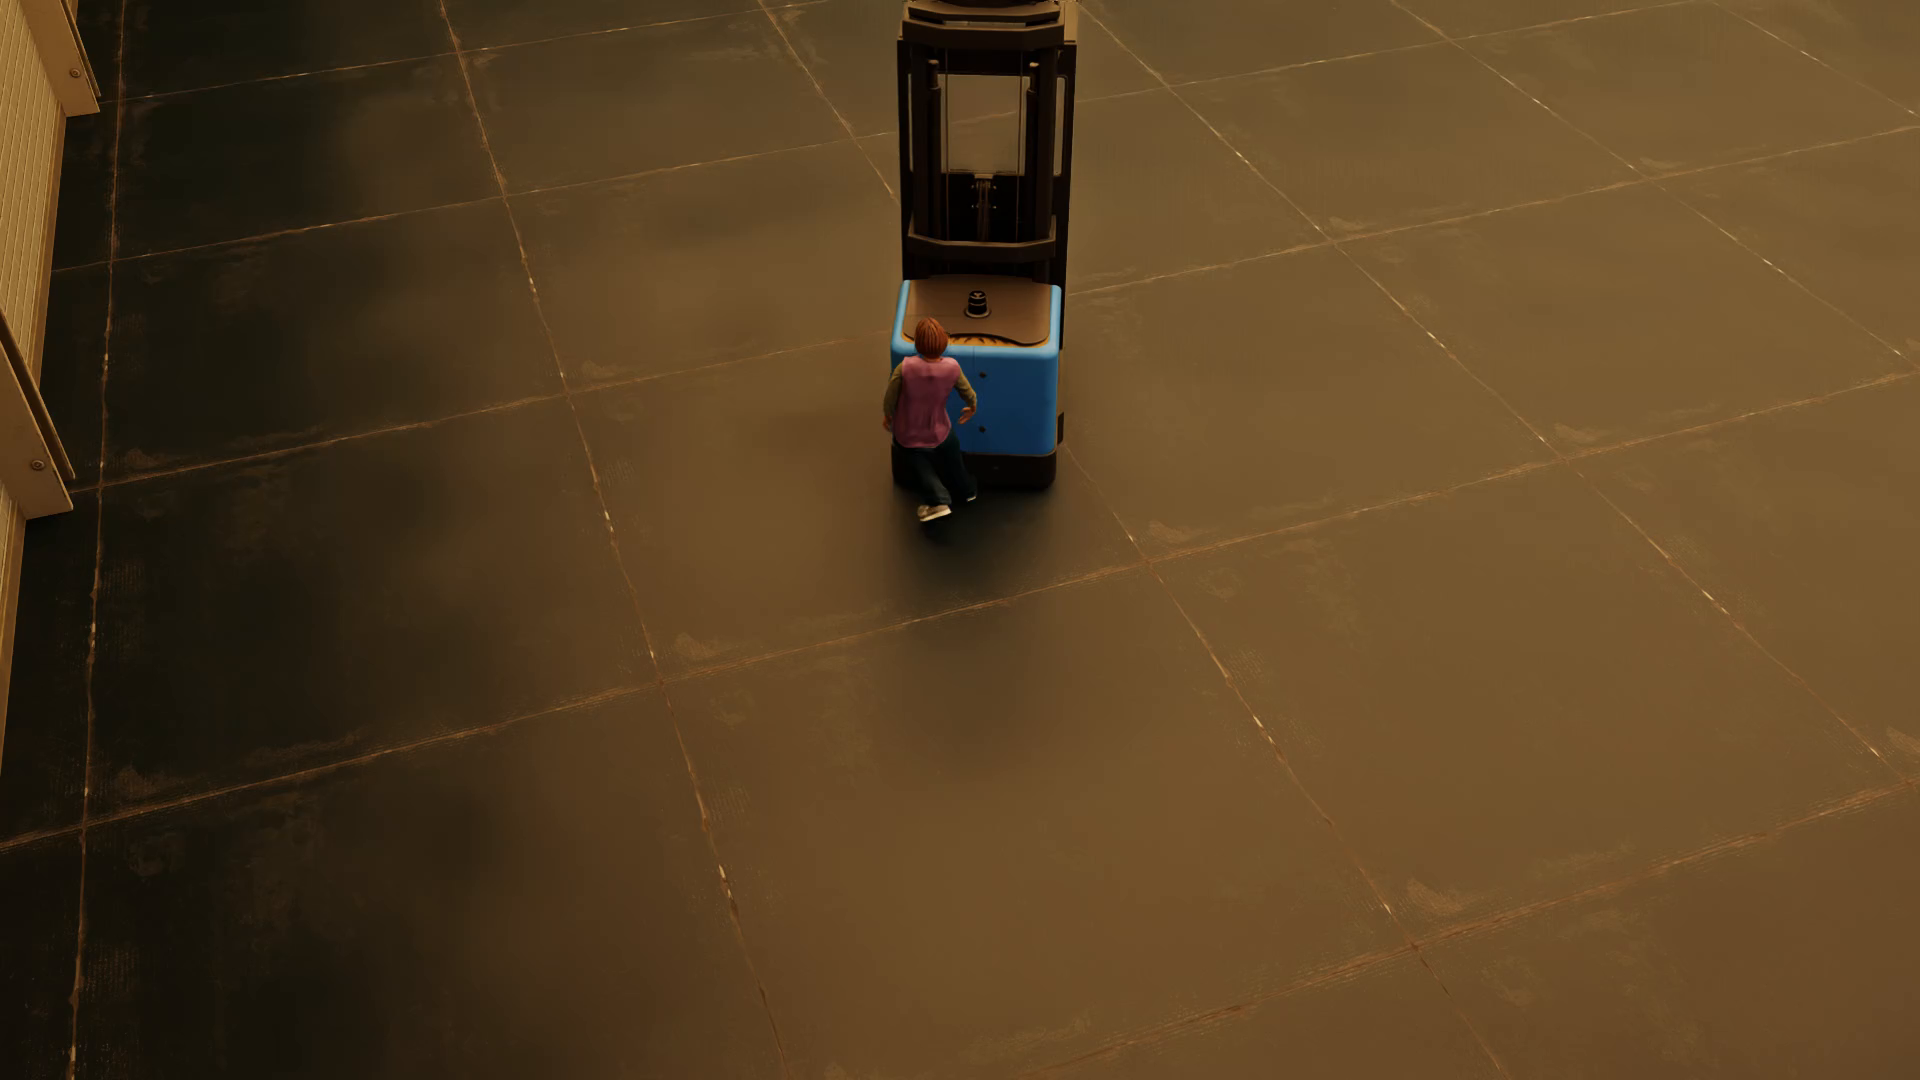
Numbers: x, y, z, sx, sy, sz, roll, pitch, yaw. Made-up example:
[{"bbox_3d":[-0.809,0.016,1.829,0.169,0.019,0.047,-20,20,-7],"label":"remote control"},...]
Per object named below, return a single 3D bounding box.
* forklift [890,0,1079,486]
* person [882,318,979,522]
[{"bbox_3d":[0.179,-2.396,10.850,1.130,2.935,3.031,2,40,3],"label":"forklift"},{"bbox_3d":[-0.172,-0.782,10.010,0.594,1.503,0.636,-2,40,-2],"label":"person"}]
